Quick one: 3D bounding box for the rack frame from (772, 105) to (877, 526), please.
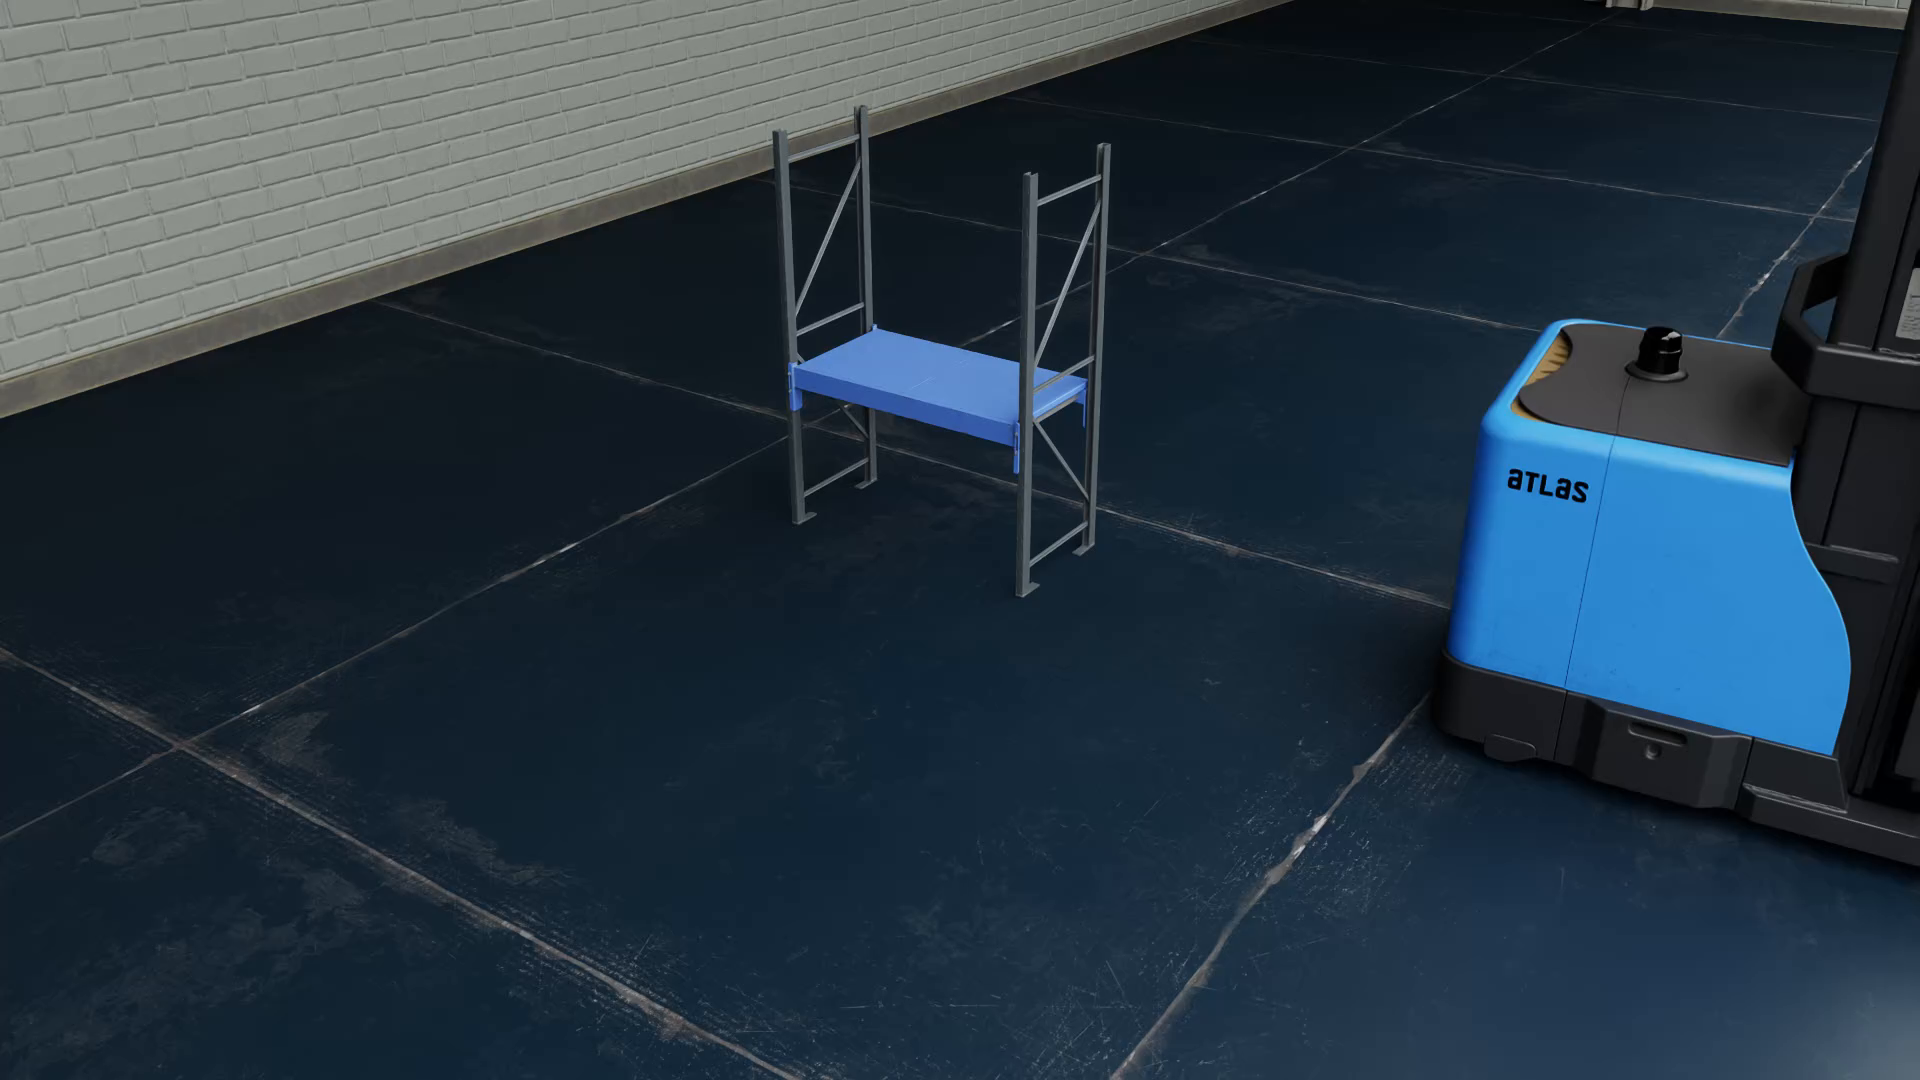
[{"bbox_3d":[-0.489,-0.821,6.209,0.032,1.500,0.500,17,32,30],"label":"rack frame"}]

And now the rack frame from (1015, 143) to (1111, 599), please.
[{"bbox_3d":[0.349,-0.560,5.696,0.032,1.500,0.500,17,32,30],"label":"rack frame"}]

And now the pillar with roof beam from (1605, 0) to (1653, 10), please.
[{"bbox_3d":[4.368,-7.828,11.710,0.400,9.000,9.100,17,32,30],"label":"pillar with roof beam"}]

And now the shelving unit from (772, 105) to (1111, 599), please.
[{"bbox_3d":[-0.070,-0.690,5.953,1.048,1.500,0.538,17,32,30],"label":"shelving unit"}]

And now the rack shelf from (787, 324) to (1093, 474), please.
[{"bbox_3d":[-0.070,-0.530,6.034,1.000,0.185,0.538,17,32,30],"label":"rack shelf"}]

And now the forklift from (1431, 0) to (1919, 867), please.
[{"bbox_3d":[2.967,-0.556,4.110,3.031,2.935,1.130,14,30,26],"label":"forklift"}]
